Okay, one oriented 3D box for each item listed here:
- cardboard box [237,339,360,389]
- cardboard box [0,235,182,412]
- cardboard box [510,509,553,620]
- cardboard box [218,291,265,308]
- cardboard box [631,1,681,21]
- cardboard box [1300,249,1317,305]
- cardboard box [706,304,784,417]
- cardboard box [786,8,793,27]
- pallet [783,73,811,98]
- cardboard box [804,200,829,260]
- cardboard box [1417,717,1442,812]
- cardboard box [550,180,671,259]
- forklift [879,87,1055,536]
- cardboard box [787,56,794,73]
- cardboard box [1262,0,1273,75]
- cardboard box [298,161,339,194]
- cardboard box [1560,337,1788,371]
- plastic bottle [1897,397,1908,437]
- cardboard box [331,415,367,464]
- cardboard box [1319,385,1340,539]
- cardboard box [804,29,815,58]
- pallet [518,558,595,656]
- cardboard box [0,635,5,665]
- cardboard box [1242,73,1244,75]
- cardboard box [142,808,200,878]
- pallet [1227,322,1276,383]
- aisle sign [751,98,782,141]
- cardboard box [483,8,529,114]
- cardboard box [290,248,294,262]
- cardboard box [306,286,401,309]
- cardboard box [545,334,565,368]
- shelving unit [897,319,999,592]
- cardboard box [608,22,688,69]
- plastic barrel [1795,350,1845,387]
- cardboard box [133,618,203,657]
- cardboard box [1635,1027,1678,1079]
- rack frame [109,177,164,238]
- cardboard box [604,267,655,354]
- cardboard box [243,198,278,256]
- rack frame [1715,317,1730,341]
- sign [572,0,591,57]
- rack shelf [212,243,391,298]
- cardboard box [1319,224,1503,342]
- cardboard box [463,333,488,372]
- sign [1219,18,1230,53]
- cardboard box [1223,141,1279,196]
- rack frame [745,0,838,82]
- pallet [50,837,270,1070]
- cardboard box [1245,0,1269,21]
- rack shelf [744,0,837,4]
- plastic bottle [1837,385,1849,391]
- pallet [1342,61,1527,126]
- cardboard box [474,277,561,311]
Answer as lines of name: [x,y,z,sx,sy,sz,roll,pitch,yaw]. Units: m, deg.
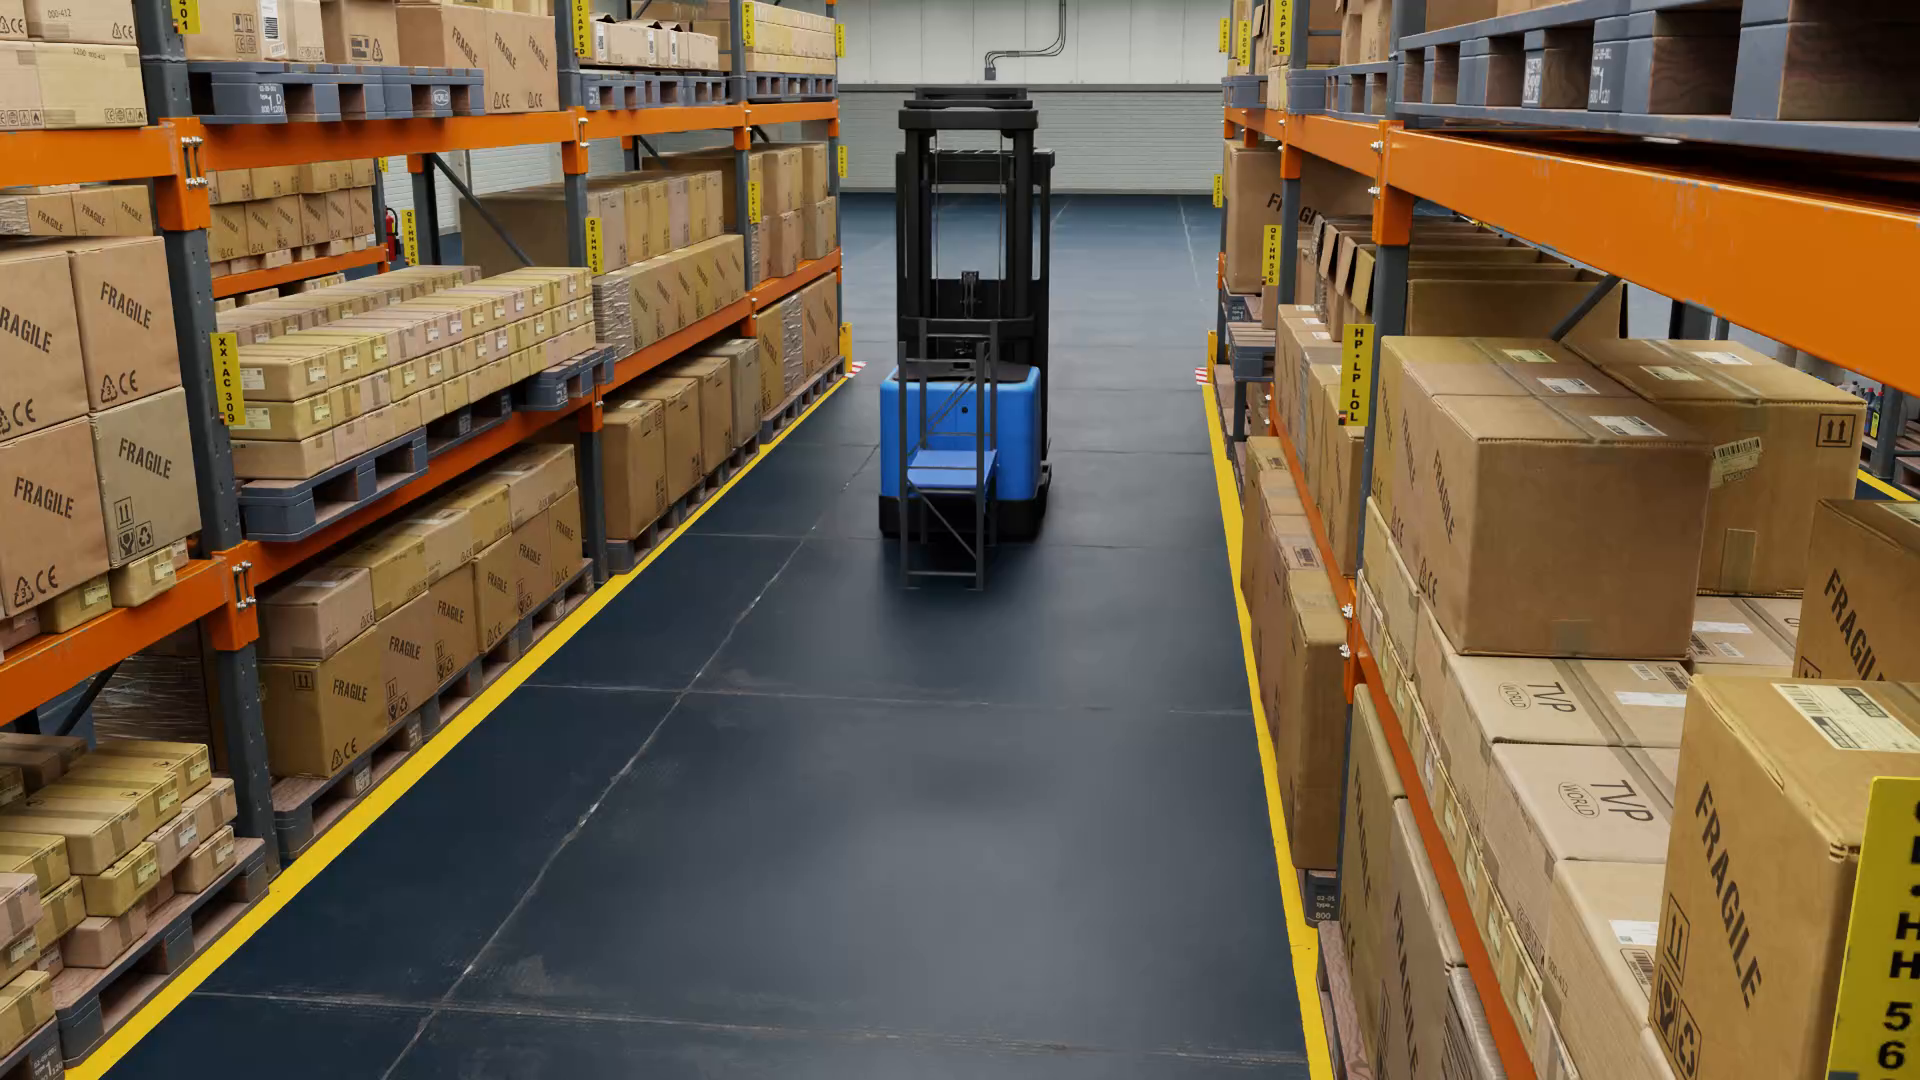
cardboard box: [-2.589,-0.690,6.505,0.380,0.149,0.250,2,15,8]
cardboard box: [-2.900,-0.705,5.346,0.500,0.500,0.500,1,15,4]
cardboard box: [-2.541,0.119,8.960,0.500,0.500,0.500,2,15,9]
cardboard box: [-6.678,-2.215,15.389,0.380,0.149,0.250,2,15,8]
cardboard box: [-2.489,-4.302,13.537,0.380,0.149,0.250,2,15,6]
cardboard box: [2.274,-1.418,9.663,0.500,0.500,0.500,0,15,-1]
cardboard box: [-2.073,-1.573,14.500,0.875,0.875,0.875,2,15,7]
cardboard box: [-1.692,-4.613,14.685,0.380,0.149,0.250,2,15,6]
pallet: [-1.970,-4.168,15.253,1.003,0.211,1.213,2,15,6]
cardboard box: [-1.799,-3.104,16.609,0.875,0.550,0.550,2,15,6]
cardboard box: [1.291,0.536,3.914,0.380,0.149,0.250,2,15,7]
cardboard box: [-2.435,-2.242,11.599,0.700,0.500,0.500,2,15,6]
forklift: [0.115,-1.778,12.124,1.130,2.935,3.031,1,15,5]
cardboard box: [-1.692,-4.228,14.790,0.380,0.149,0.250,2,15,6]
cardboard box: [2.447,-3.400,11.241,0.797,0.503,0.637,2,15,9]
cardboard box: [-6.552,-3.662,16.280,0.700,0.500,0.500,2,15,6]
cardboard box: [2.015,-0.294,4.785,0.500,0.500,0.500,2,15,8]
plastic bottle: [7.555,-1.022,13.427,0.144,0.351,0.185,2,15,6]
cardboard box: [-2.589,-0.403,6.581,0.380,0.149,0.250,2,15,7]
cardboard box: [1.645,-0.294,6.311,0.500,0.500,0.500,2,15,8]
cardboard box: [-1.654,-4.648,15.579,0.500,0.250,0.500,2,15,6]
pallet: [-2.754,0.351,9.460,1.003,0.211,1.213,2,15,6]
cardboard box: [-2.980,0.317,4.725,0.380,0.149,0.250,1,15,4]
cardboard box: [2.565,-3.700,13.639,0.500,0.250,0.500,2,15,8]
cardboard box: [-2.854,1.031,5.690,0.380,0.149,0.250,1,15,4]
pallet: [2.227,-1.121,9.929,1.213,0.211,1.003,2,15,6]
aisle sign: [-2.052,-4.555,17.280,0.394,0.787,0.004,2,15,6]
cardboard box: [-2.520,-2.409,8.385,0.500,0.500,0.500,2,15,6]
cardboard box: [-6.713,-2.772,16.148,0.380,0.149,0.250,2,15,6]
cardboard box: [-3.028,-1.180,8.317,0.380,0.149,0.250,2,15,9]
cardboard box: [-2.322,-1.007,8.816,0.380,0.149,0.250,2,15,7]
shelving unit: [-0.060,-0.553,10.335,0.538,1.500,1.048,1,15,5]
cardboard box: [-2.192,-3.430,11.529,0.500,0.311,0.500,1,15,4]
plastic barrel: [8.022,-1.653,15.492,0.421,0.512,0.421,0,15,0]
cardboard box: [-3.283,0.281,6.925,0.500,0.250,0.500,1,15,5]
cardboard box: [1.141,0.845,2.010,0.500,0.250,0.500,1,15,5]
rack frame: [-7.143,-2.355,14.125,1.000,3.000,0.127,2,15,6]
cardboard box: [-2.291,-1.487,10.722,0.500,0.500,0.500,2,15,6]
cardboard box: [-6.713,-2.913,15.429,0.500,0.500,0.500,2,15,6]
rack frame: [8.076,-2.955,16.342,1.000,3.000,0.127,2,15,6]
sign: [-2.126,-2.879,9.326,0.100,0.325,0.005,2,15,6]
rack shelf: [-6.917,-2.526,16.137,1.077,0.370,4.000,2,15,6]
cardboard box: [2.078,-1.200,7.740,0.797,0.503,0.637,2,15,8]
cardboard box: [-2.440,-0.880,7.776,0.380,0.149,0.250,1,15,5]
sign: [2.616,-4.986,16.435,0.100,0.325,0.005,2,15,6]
cardboard box: [2.759,-3.511,15.723,0.500,0.500,0.500,2,15,6]
rack frame: [-1.762,-6.169,16.736,1.000,3.000,0.127,2,15,6]
pallet: [-3.156,1.361,5.725,1.003,0.211,1.213,2,15,6]
cardboard box: [2.501,-4.068,12.996,0.500,0.500,0.500,1,15,5]
rack shelf: [-1.987,-5.110,14.964,1.077,0.370,4.000,2,15,6]
plastic bottle: [7.492,-1.166,14.102,0.152,0.276,0.135,2,15,7]
pallet: [1.856,-1.583,5.890,0.805,0.209,1.217,1,15,4]
cardboard box: [-2.324,-1.293,8.734,0.380,0.149,0.250,2,15,8]
